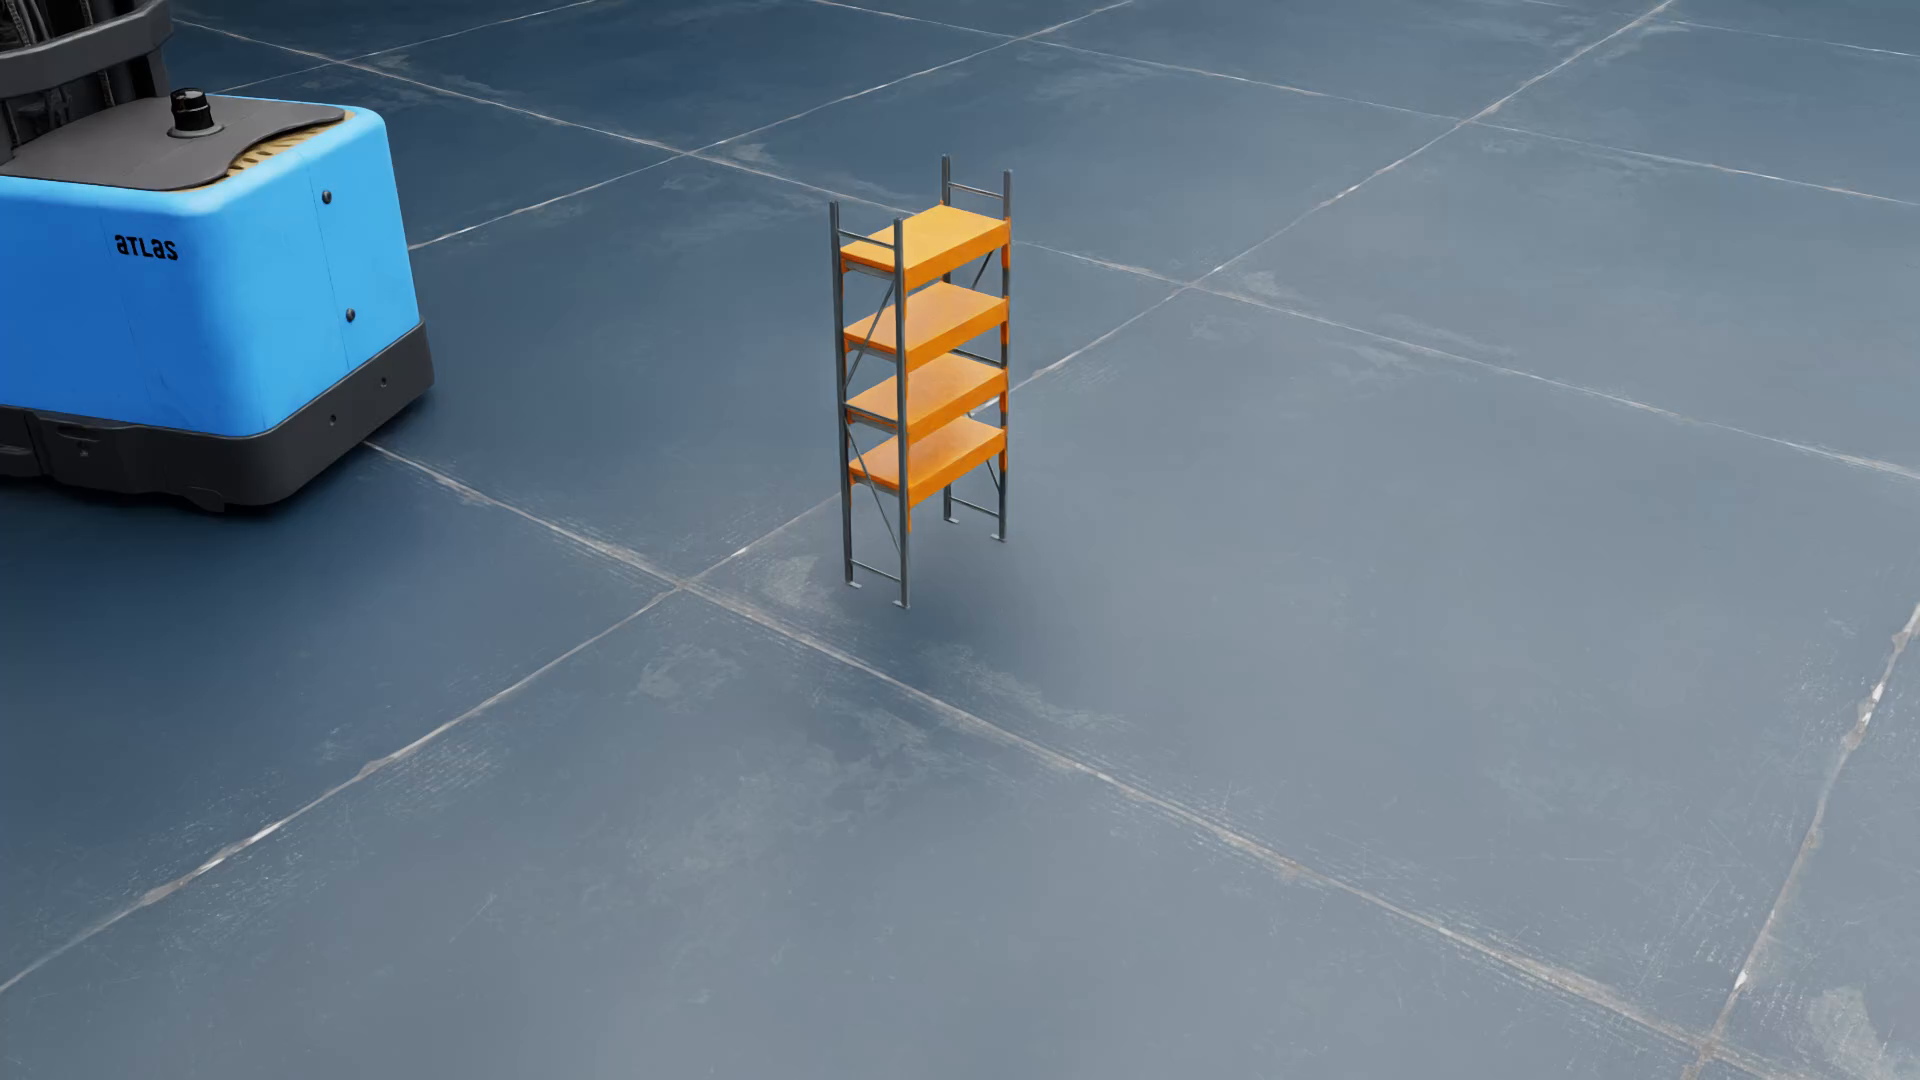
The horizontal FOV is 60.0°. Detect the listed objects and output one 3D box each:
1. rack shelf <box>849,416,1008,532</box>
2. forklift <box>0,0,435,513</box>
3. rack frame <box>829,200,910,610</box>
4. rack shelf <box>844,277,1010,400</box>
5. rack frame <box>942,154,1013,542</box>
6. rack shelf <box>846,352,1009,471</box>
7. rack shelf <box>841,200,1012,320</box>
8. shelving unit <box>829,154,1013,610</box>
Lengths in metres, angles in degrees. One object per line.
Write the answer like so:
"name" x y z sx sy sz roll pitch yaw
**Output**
"rack shelf" -0.100 -0.220 4.966 0.258 0.148 0.480 21 37 31
"forklift" -3.496 -1.760 5.345 3.031 2.935 1.130 8 32 13
"rack frame" -0.247 -0.350 4.663 0.240 1.200 0.015 21 37 31
"rack shelf" -0.100 -0.583 4.751 0.258 0.148 0.480 21 37 31
"rack frame" 0.047 -0.548 4.998 0.240 1.200 0.015 21 37 31
"rack shelf" -0.100 -0.391 4.865 0.258 0.148 0.480 21 37 31
"rack shelf" -0.100 -0.787 4.630 0.258 0.148 0.480 21 37 31
"shelving unit" -0.100 -0.449 4.831 0.258 1.200 0.503 21 37 31
